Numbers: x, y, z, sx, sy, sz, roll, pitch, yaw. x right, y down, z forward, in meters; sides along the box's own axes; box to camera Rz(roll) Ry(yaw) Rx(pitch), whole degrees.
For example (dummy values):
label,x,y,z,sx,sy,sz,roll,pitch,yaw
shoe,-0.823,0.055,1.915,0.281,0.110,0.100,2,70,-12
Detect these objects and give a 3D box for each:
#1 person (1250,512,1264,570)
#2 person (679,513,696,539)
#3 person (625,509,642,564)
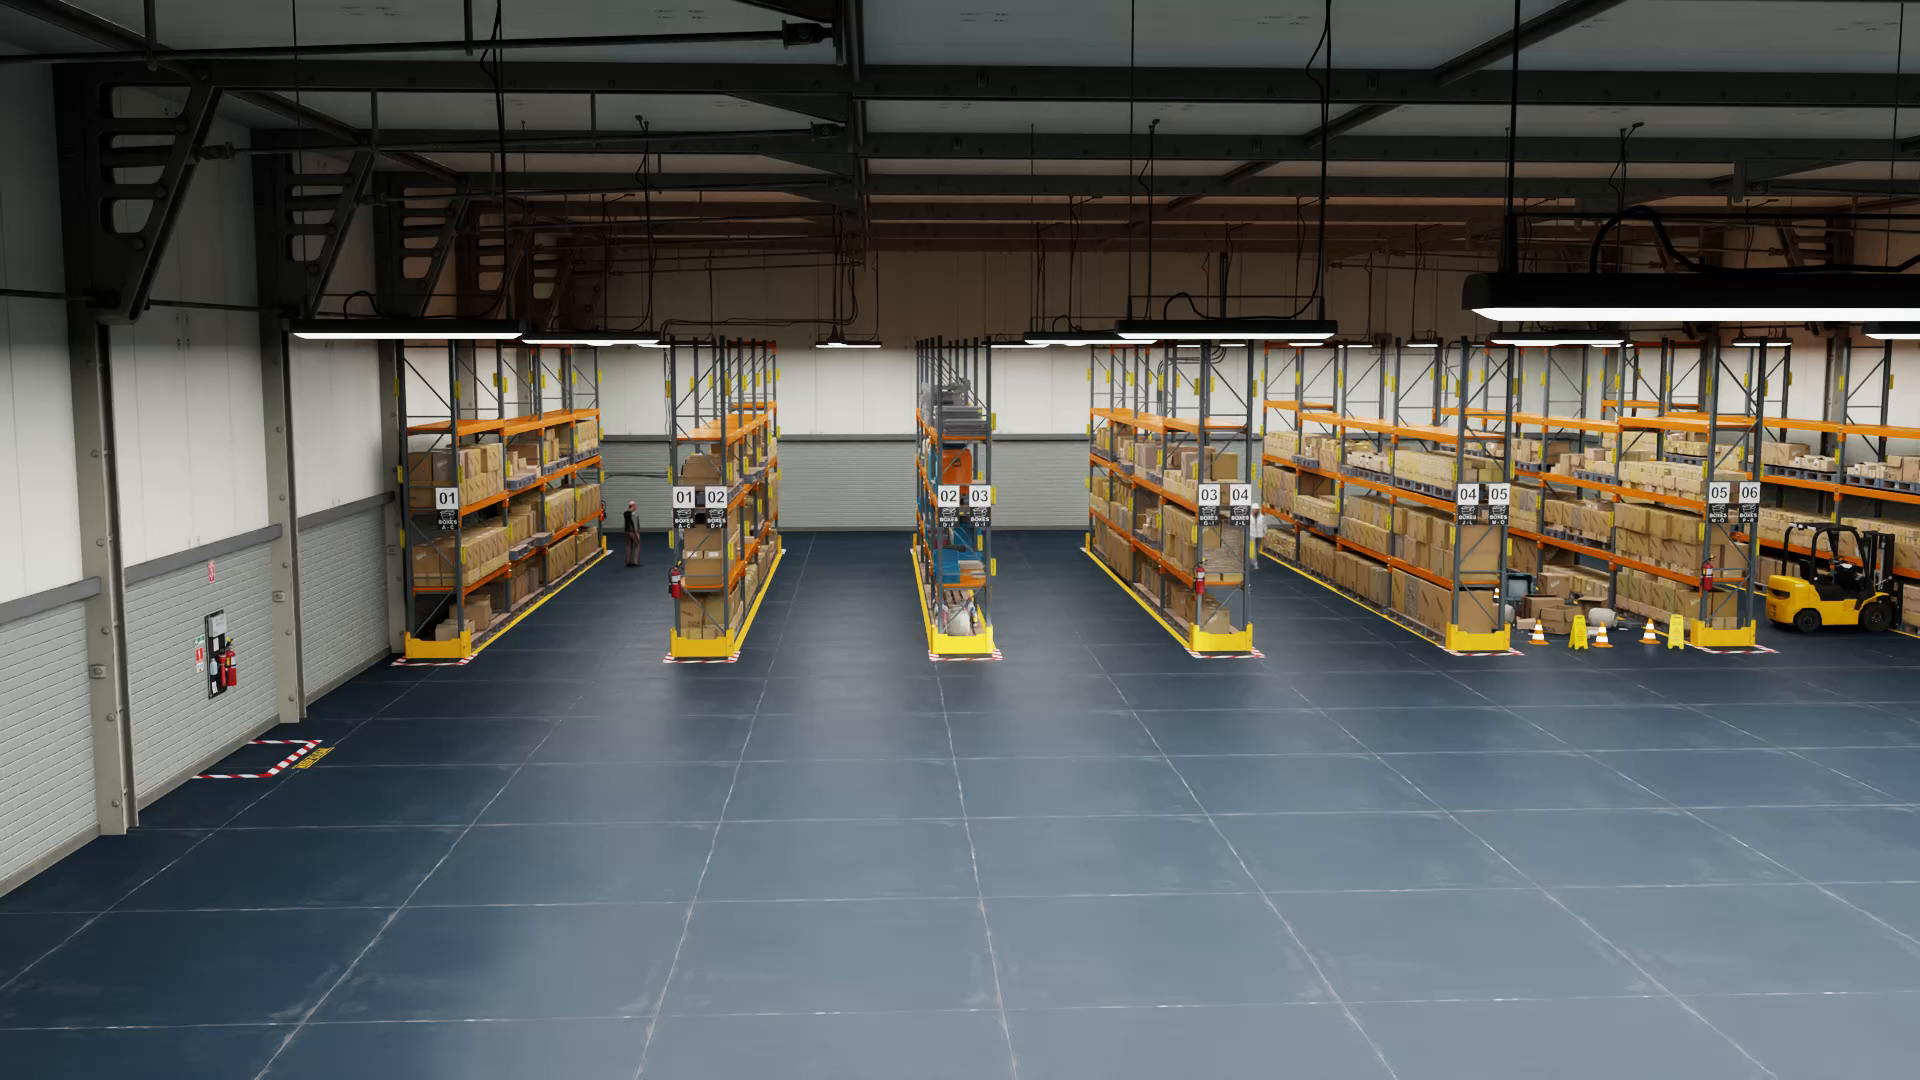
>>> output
label,x,y,z,sx,sy,sz,roll,pitch,yaw
person,7.792,-0.002,43.768,0.446,1.497,1.055,-1,7,-5
person,-8.043,-0.788,49.633,1.003,1.758,0.537,3,7,24
person,-8.738,-0.106,44.287,0.601,1.454,0.380,6,9,44
